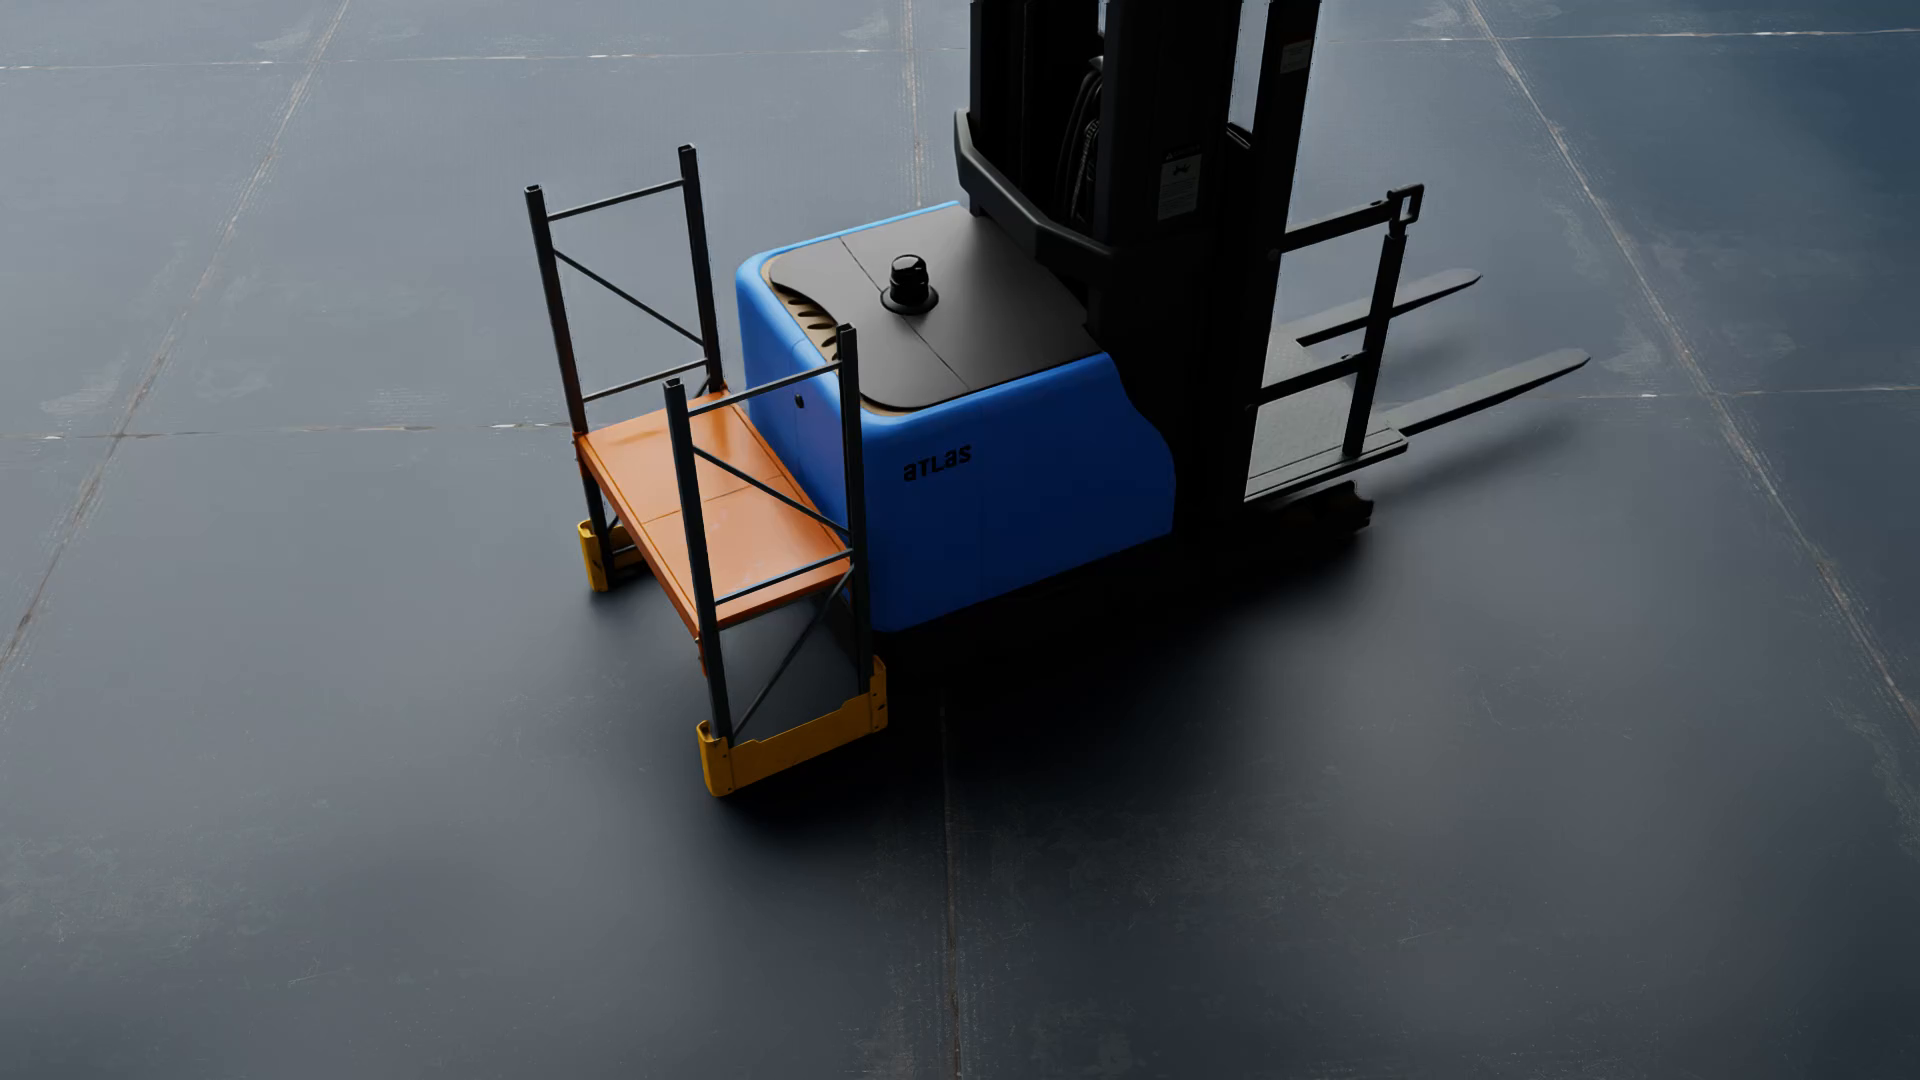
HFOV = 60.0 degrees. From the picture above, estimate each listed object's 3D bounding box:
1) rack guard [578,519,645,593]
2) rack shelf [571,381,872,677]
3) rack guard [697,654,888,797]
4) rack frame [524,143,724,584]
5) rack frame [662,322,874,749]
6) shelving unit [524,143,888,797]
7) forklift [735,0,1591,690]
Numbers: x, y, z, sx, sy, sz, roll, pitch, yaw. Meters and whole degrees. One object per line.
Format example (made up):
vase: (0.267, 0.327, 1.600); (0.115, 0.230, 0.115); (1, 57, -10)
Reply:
rack guard: (-0.980, -0.033, 5.601); (0.587, 0.250, 0.087); (-21, 46, -21)
rack shelf: (-0.731, -0.063, 4.975); (0.538, 0.185, 1.000); (-21, 46, -21)
rack guard: (-0.490, 0.553, 4.962); (0.587, 0.250, 0.087); (-21, 46, -21)
rack frame: (-0.981, -0.495, 5.180); (0.500, 1.500, 0.032); (-21, 46, -21)
rack frame: (-0.481, 0.103, 4.527); (0.500, 1.500, 0.032); (-21, 46, -21)
shelving unit: (-0.735, -0.201, 4.859); (0.587, 1.500, 1.083); (-21, 46, -21)
forklift: (0.843, -1.323, 5.024); (3.031, 2.935, 1.130); (-19, 46, -20)
